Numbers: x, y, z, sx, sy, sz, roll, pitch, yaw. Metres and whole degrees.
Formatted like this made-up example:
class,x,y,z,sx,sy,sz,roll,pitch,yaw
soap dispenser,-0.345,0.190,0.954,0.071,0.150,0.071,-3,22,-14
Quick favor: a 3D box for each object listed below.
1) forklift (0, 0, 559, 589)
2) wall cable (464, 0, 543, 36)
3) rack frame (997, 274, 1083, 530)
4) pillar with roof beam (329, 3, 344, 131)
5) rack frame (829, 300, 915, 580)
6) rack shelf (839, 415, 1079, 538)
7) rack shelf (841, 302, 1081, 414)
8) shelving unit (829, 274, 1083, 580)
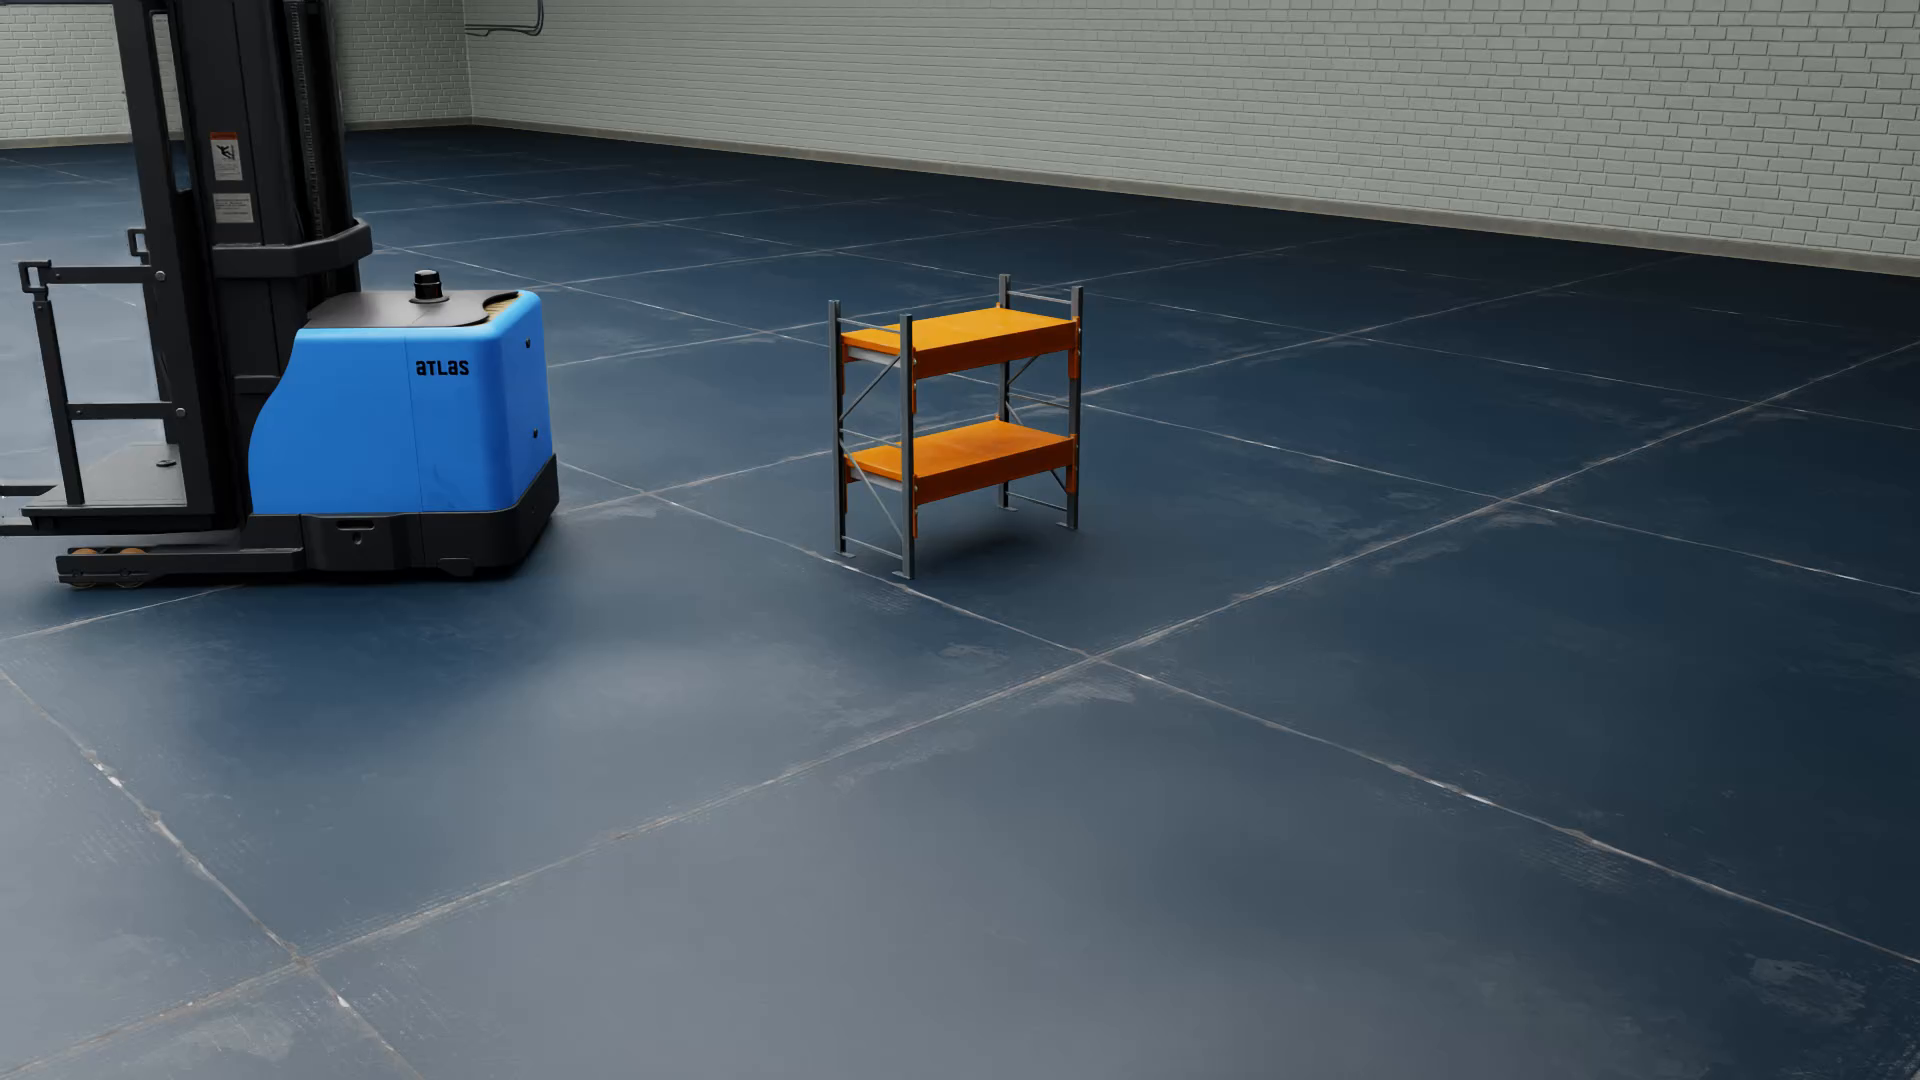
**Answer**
class,x,y,z,sx,sy,sz,roll,pitch,yaw
forklift,-3.395,-1.356,6.987,3.031,2.935,1.130,-1,18,-2
wall cable,-8.681,-10.721,31.066,0.112,2.526,3.097,-16,24,-41
rack frame,0.364,-0.641,7.711,0.032,1.125,0.500,-16,24,-41
pillar with roof beam,-8.772,-10.905,26.600,0.400,9.000,9.100,-16,24,-41
rack frame,-0.374,-0.426,7.046,0.032,1.125,0.500,-16,24,-41
rack shelf,-0.005,-0.301,7.454,1.000,0.278,0.538,-16,24,-41
rack shelf,-0.005,-0.812,7.288,1.000,0.278,0.538,-16,24,-41
shelving unit,-0.005,-0.534,7.378,1.048,1.125,0.538,-16,24,-41
